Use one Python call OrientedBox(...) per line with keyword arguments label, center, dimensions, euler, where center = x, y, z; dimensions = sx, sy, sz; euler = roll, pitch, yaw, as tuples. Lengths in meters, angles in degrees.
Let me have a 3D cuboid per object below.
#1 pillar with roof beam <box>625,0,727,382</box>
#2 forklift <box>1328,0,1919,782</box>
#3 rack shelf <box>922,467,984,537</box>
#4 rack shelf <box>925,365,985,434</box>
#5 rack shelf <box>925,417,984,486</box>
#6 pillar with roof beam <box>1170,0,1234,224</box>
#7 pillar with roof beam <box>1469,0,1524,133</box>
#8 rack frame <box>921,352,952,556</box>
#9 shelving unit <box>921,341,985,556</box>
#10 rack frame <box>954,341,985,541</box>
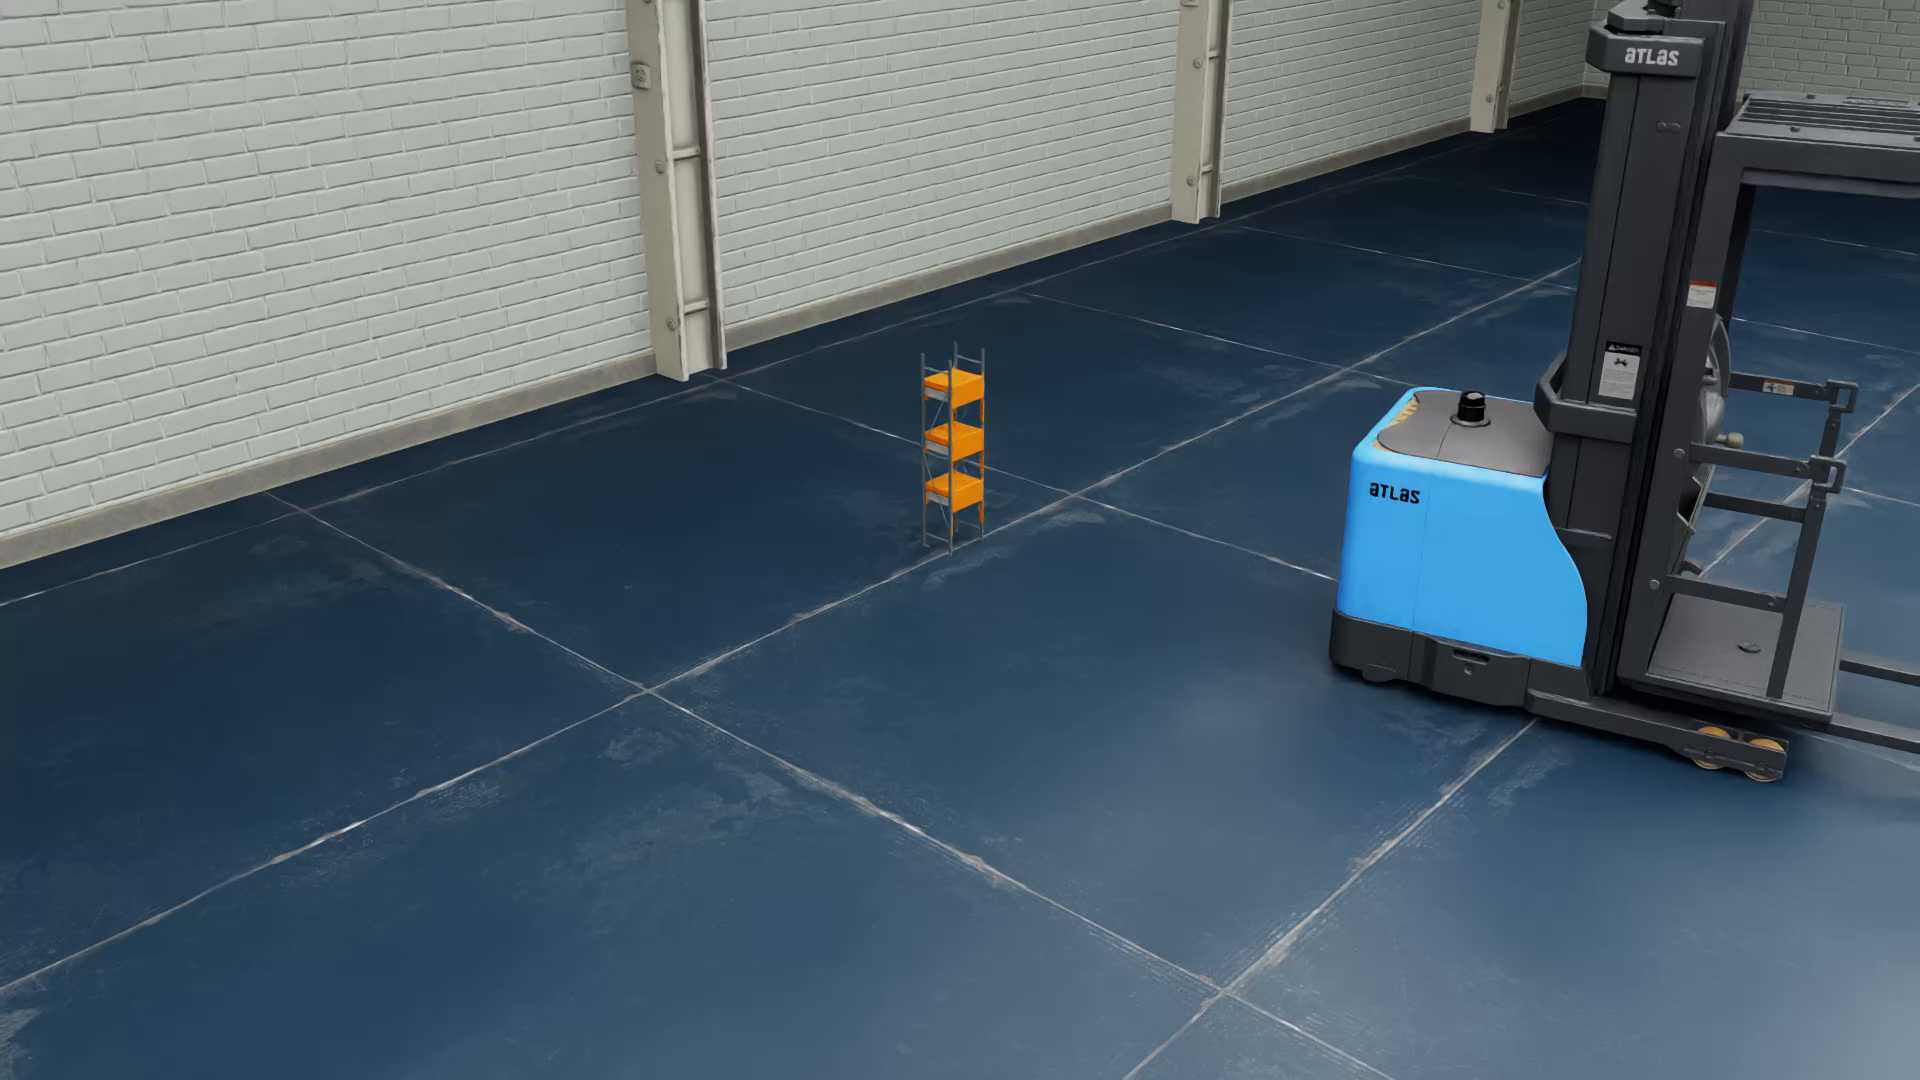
OrientedBox(label="pillar with roof beam", center=(1.372, -4.089, 6.871), dimensions=(9.100, 9.000, 0.400), euler=(20, 31, 38))
OrientedBox(label="forklift", center=(3.187, -0.626, 6.563), dimensions=(3.031, 2.935, 1.130), euler=(13, 27, 26))
OrientedBox(label="rack shelf", center=(-0.036, -0.199, 8.617), dimensions=(0.215, 0.259, 0.240), euler=(20, 31, 38))
OrientedBox(label="rack shelf", center=(-0.036, -0.712, 8.387), dimensions=(0.215, 0.259, 0.240), euler=(20, 31, 38))
OrientedBox(label="rack shelf", center=(-0.036, -0.453, 8.503), dimensions=(0.215, 0.259, 0.240), euler=(20, 31, 38))
OrientedBox(label="pillar with roof beam", center=(5.377, -5.917, 10.948), dimensions=(9.100, 9.000, 0.400), euler=(20, 31, 38))
OrientedBox(label="pillar with roof beam", center=(9.381, -7.745, 15.025), dimensions=(9.100, 9.000, 0.400), euler=(20, 31, 38))
OrientedBox(label="rack frame", center=(-0.117, -0.426, 8.416), dimensions=(0.200, 1.050, 0.008), euler=(20, 31, 38))
OrientedBox(label="shelving unit", center=(-0.036, -0.463, 8.499), dimensions=(0.215, 1.050, 0.252), euler=(20, 31, 38))
OrientedBox(label="rack frame", center=(0.046, -0.500, 8.582), dimensions=(0.200, 1.050, 0.008), euler=(20, 31, 38))
